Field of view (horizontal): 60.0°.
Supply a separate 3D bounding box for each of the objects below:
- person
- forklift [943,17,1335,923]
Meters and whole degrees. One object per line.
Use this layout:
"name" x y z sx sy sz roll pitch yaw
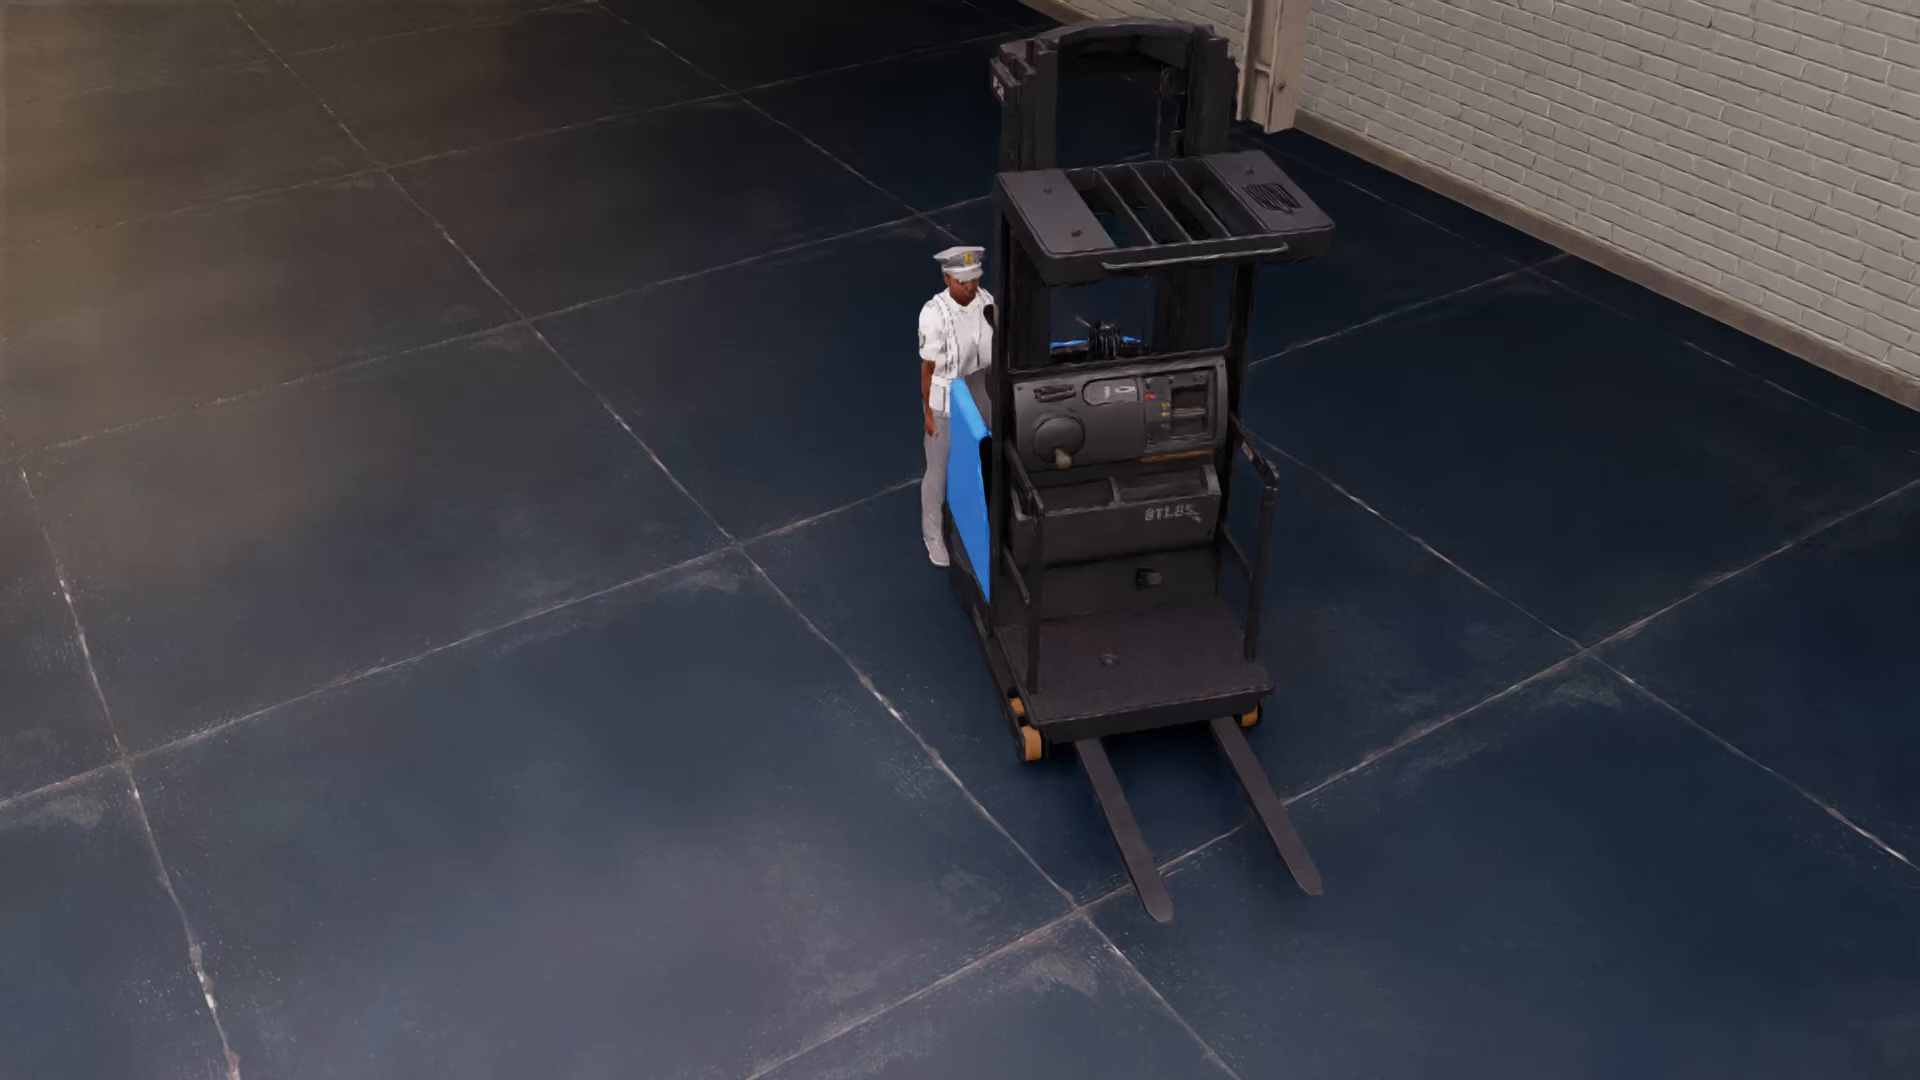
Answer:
"person" 0.006 -0.675 8.197 0.446 1.686 0.339 -21 40 -27
"forklift" 0.729 -0.467 6.812 1.130 2.935 3.031 -8 36 -11
